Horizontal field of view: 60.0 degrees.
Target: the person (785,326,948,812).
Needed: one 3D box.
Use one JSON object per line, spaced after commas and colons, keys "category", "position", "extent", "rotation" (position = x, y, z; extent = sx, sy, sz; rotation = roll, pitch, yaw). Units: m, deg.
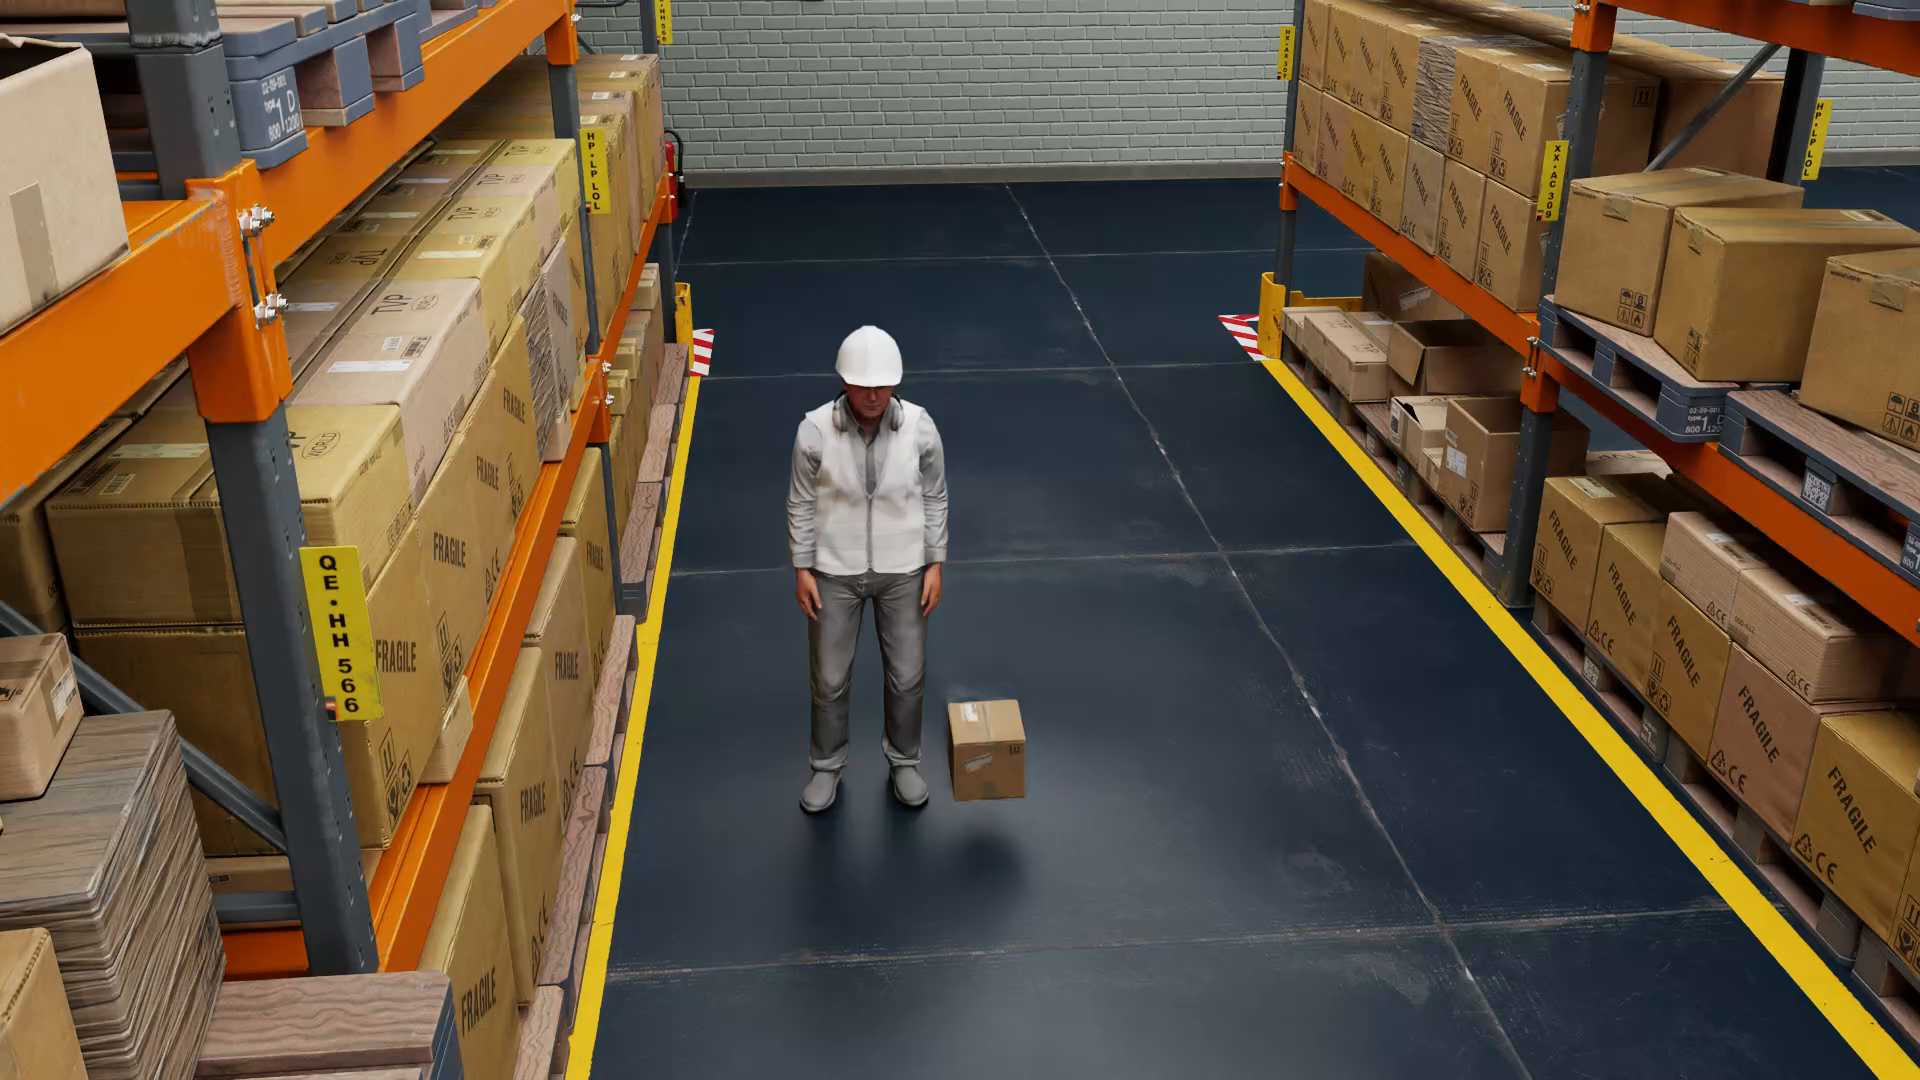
{"category": "person", "position": [-0.318, 0.100, 5.836], "extent": [0.566, 1.773, 0.447], "rotation": [-2, 24, -5]}
